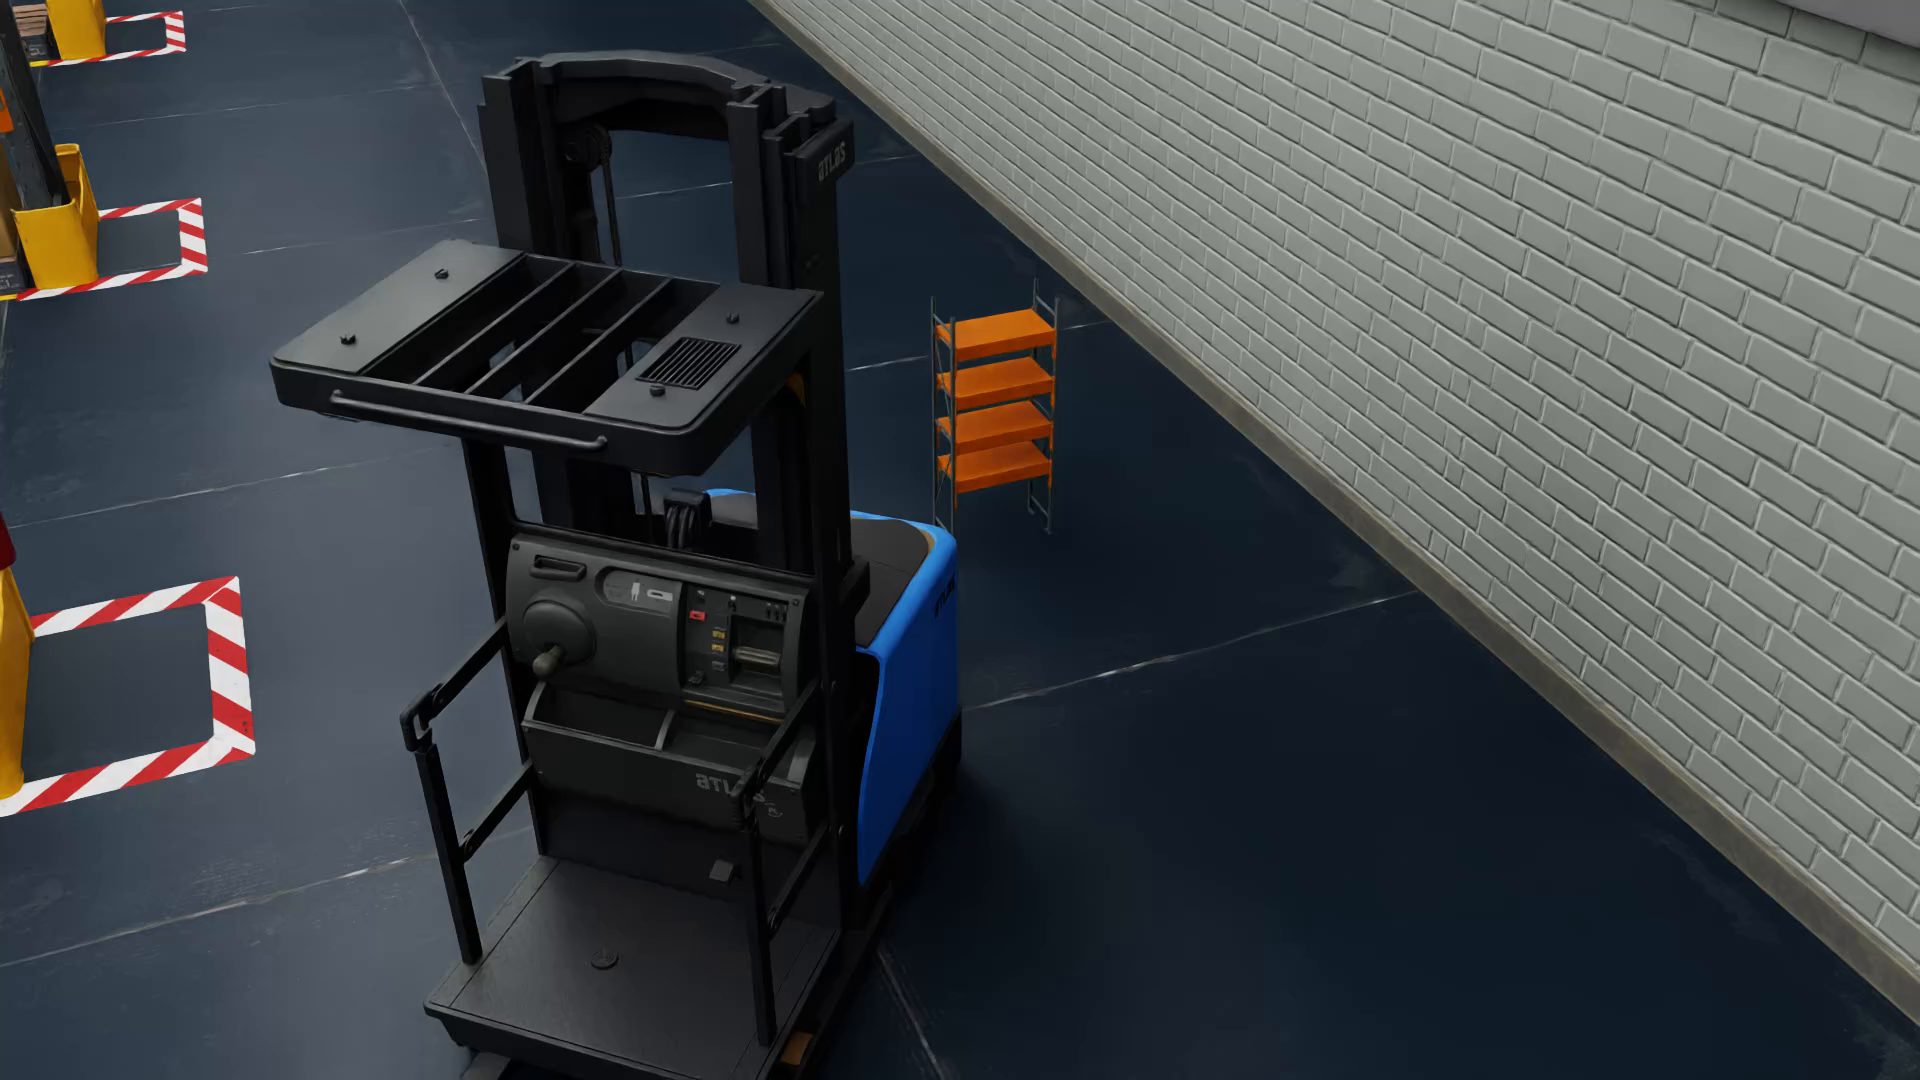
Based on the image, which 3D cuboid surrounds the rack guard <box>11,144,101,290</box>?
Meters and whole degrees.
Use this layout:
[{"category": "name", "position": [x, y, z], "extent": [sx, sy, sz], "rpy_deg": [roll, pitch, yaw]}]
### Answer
[{"category": "rack guard", "position": [-5.657, -2.042, 10.431], "extent": [0.348, 0.500, 1.175], "rpy_deg": [-13, 35, -19]}]

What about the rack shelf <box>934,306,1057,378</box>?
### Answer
[{"category": "rack shelf", "position": [0.153, -0.867, 7.262], "extent": [0.480, 0.148, 0.258], "rpy_deg": [-13, 35, -19]}]

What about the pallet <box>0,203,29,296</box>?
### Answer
[{"category": "pallet", "position": [-6.386, -1.708, 10.182], "extent": [1.213, 0.211, 1.003], "rpy_deg": [-13, 35, -19]}]

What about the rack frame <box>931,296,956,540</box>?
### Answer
[{"category": "rack frame", "position": [-0.072, -0.486, 7.397], "extent": [0.015, 1.200, 0.240], "rpy_deg": [-13, 35, -19]}]

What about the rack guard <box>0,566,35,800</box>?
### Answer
[{"category": "rack guard", "position": [-3.922, 0.494, 6.532], "extent": [0.348, 0.500, 1.175], "rpy_deg": [-13, 35, -19]}]

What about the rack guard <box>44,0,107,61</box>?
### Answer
[{"category": "rack guard", "position": [-7.579, -4.540, 14.268], "extent": [0.348, 0.500, 1.175], "rpy_deg": [-13, 35, -19]}]

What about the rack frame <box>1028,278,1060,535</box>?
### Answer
[{"category": "rack frame", "position": [0.378, -0.589, 7.556], "extent": [0.015, 1.200, 0.240], "rpy_deg": [-13, 35, -19]}]

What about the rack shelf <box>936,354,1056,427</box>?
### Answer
[{"category": "rack shelf", "position": [0.153, -0.669, 7.391], "extent": [0.480, 0.148, 0.258], "rpy_deg": [-13, 35, -19]}]

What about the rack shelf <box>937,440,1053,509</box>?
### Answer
[{"category": "rack shelf", "position": [0.153, -0.315, 7.621], "extent": [0.480, 0.148, 0.258], "rpy_deg": [-13, 35, -19]}]

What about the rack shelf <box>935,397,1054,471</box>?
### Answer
[{"category": "rack shelf", "position": [0.153, -0.481, 7.513], "extent": [0.480, 0.148, 0.258], "rpy_deg": [-13, 35, -19]}]

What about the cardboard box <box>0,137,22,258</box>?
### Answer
[{"category": "cardboard box", "position": [-6.238, -2.195, 9.936], "extent": [0.875, 0.875, 0.875], "rpy_deg": [-13, 35, -19]}]

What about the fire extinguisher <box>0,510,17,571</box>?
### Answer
[{"category": "fire extinguisher", "position": [-3.441, -0.202, 5.723], "extent": [0.183, 0.674, 0.296], "rpy_deg": [-13, 35, -19]}]

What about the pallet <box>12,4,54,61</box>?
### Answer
[{"category": "pallet", "position": [-8.372, -4.252, 14.092], "extent": [1.213, 0.211, 1.003], "rpy_deg": [-13, 35, -19]}]

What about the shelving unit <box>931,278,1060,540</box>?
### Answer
[{"category": "shelving unit", "position": [0.153, -0.538, 7.476], "extent": [0.503, 1.200, 0.258], "rpy_deg": [-13, 35, -19]}]

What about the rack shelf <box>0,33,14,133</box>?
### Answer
[{"category": "rack shelf", "position": [-7.523, -2.361, 9.288], "extent": [4.000, 0.370, 1.077], "rpy_deg": [-13, 35, -19]}]

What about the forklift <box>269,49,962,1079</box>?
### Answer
[{"category": "forklift", "position": [-0.945, 0.308, 4.590], "extent": [1.130, 2.935, 3.031], "rpy_deg": [10, 34, 15]}]

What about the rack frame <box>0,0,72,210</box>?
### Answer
[{"category": "rack frame", "position": [-5.679, -3.085, 9.741], "extent": [0.127, 3.000, 1.000], "rpy_deg": [-13, 35, -19]}]
